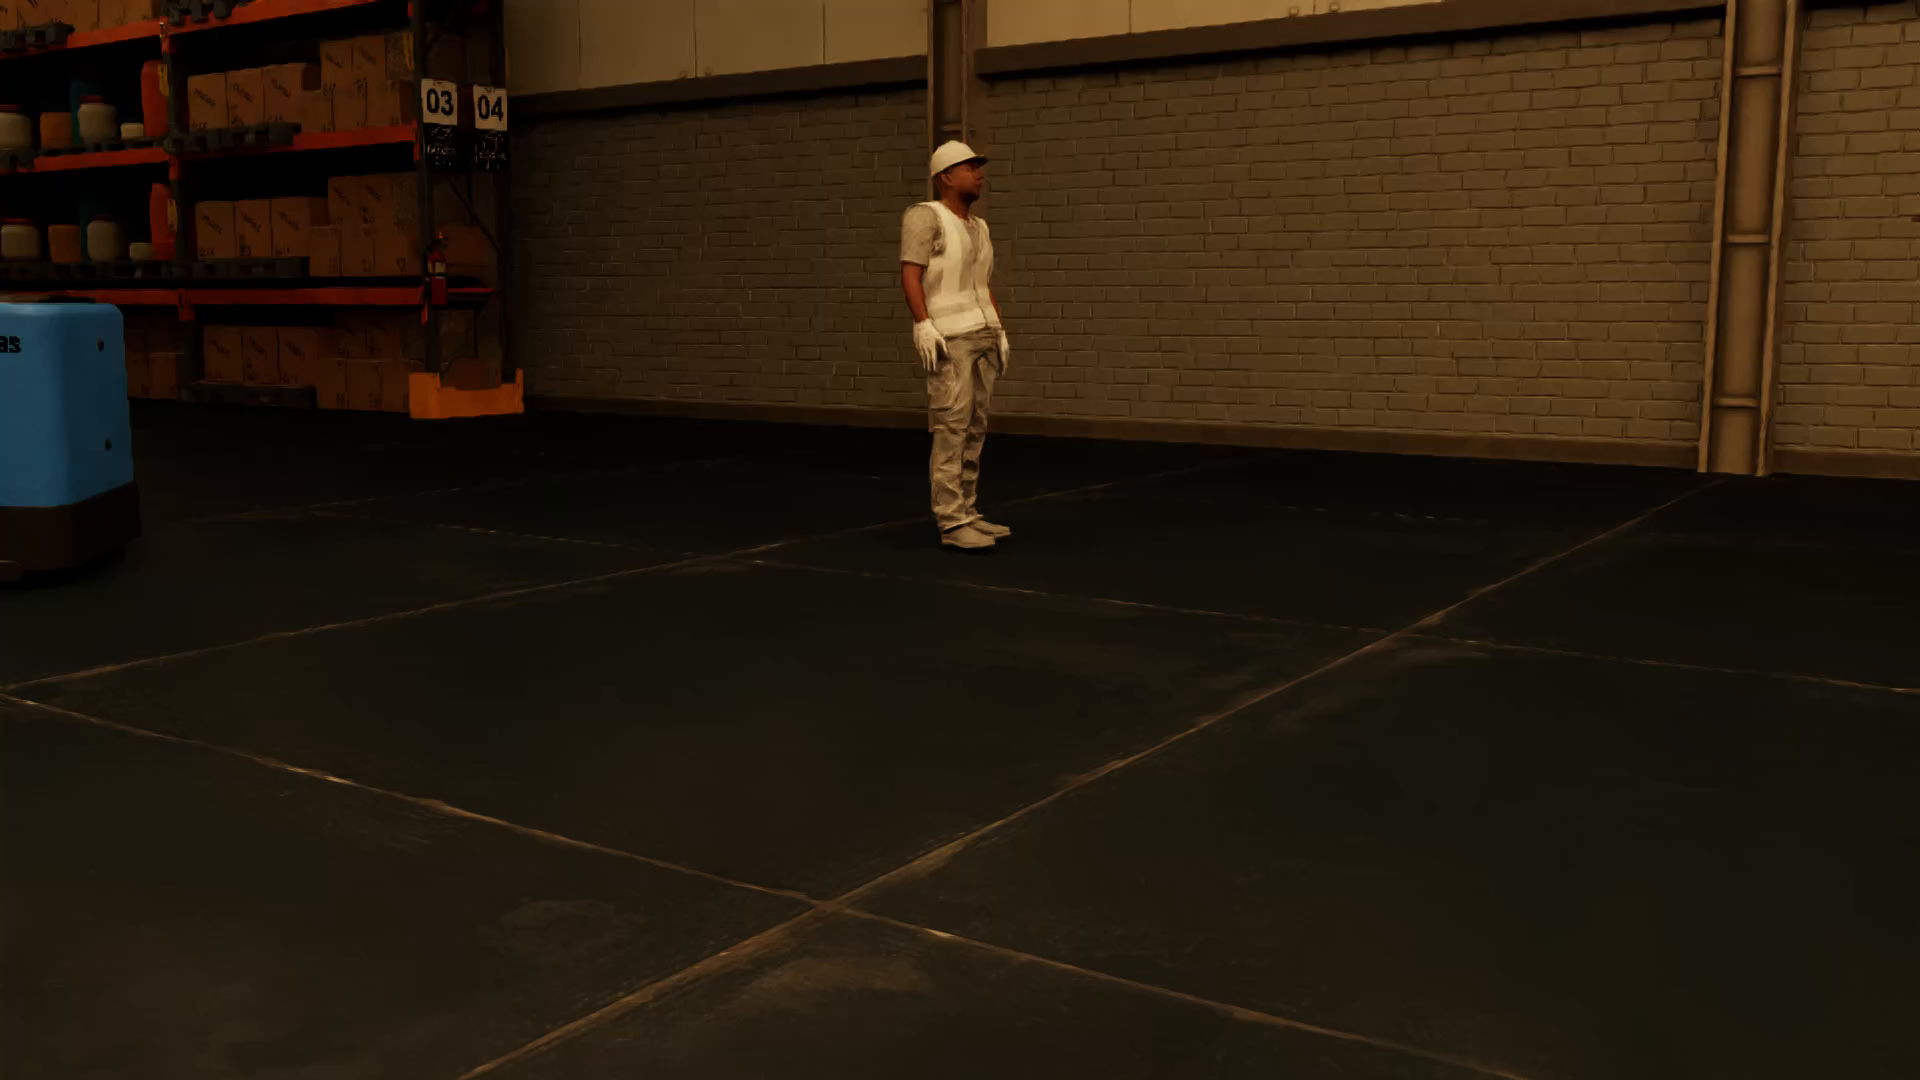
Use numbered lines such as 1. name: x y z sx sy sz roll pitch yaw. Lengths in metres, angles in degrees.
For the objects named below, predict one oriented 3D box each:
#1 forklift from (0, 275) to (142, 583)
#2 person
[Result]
1. forklift: -4.951 -1.296 6.304 3.031 2.935 1.130 -2 8 -12
2. person: 0.055 -0.883 7.431 0.576 1.782 0.655 5 10 34
